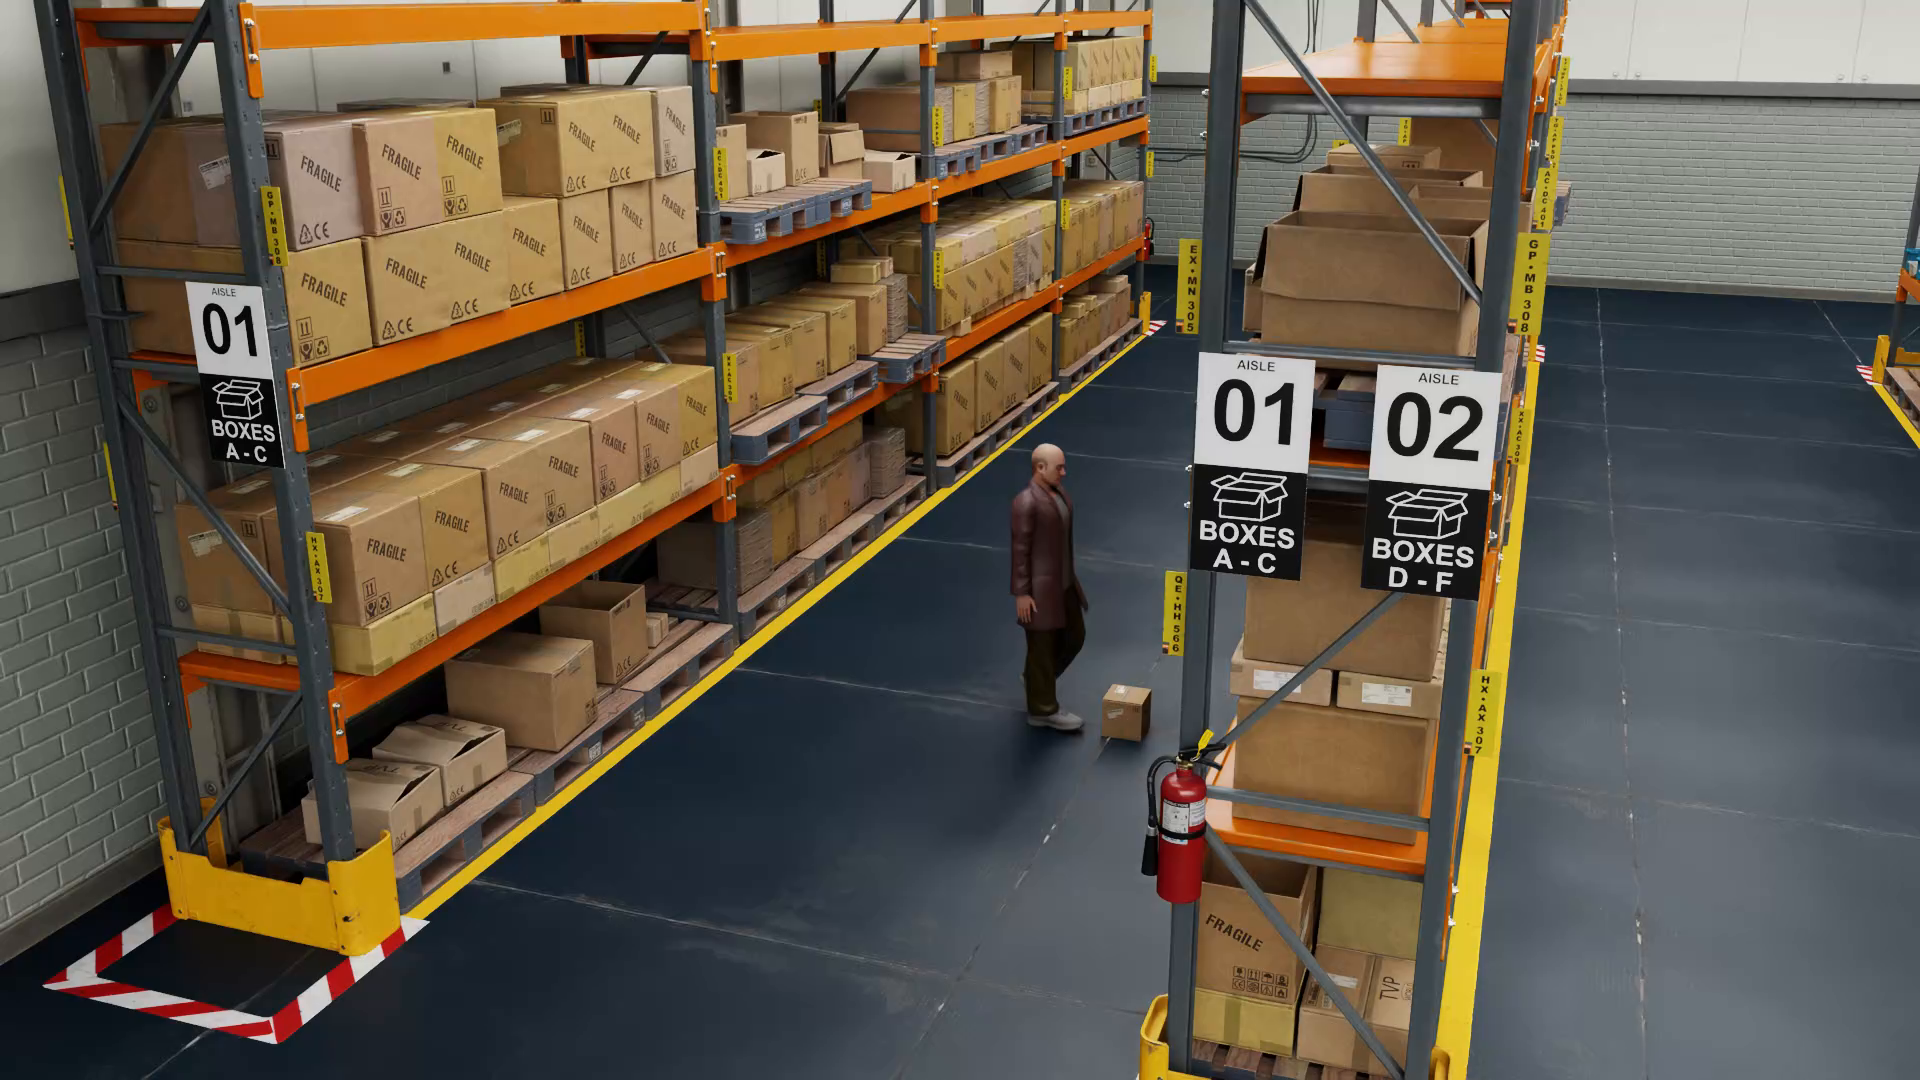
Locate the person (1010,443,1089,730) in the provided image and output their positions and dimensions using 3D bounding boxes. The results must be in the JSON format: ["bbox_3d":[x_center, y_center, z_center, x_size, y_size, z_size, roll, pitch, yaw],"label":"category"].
[{"bbox_3d":[0.564,0.297,10.191,0.526,1.794,0.623,10,21,29],"label":"person"}]
